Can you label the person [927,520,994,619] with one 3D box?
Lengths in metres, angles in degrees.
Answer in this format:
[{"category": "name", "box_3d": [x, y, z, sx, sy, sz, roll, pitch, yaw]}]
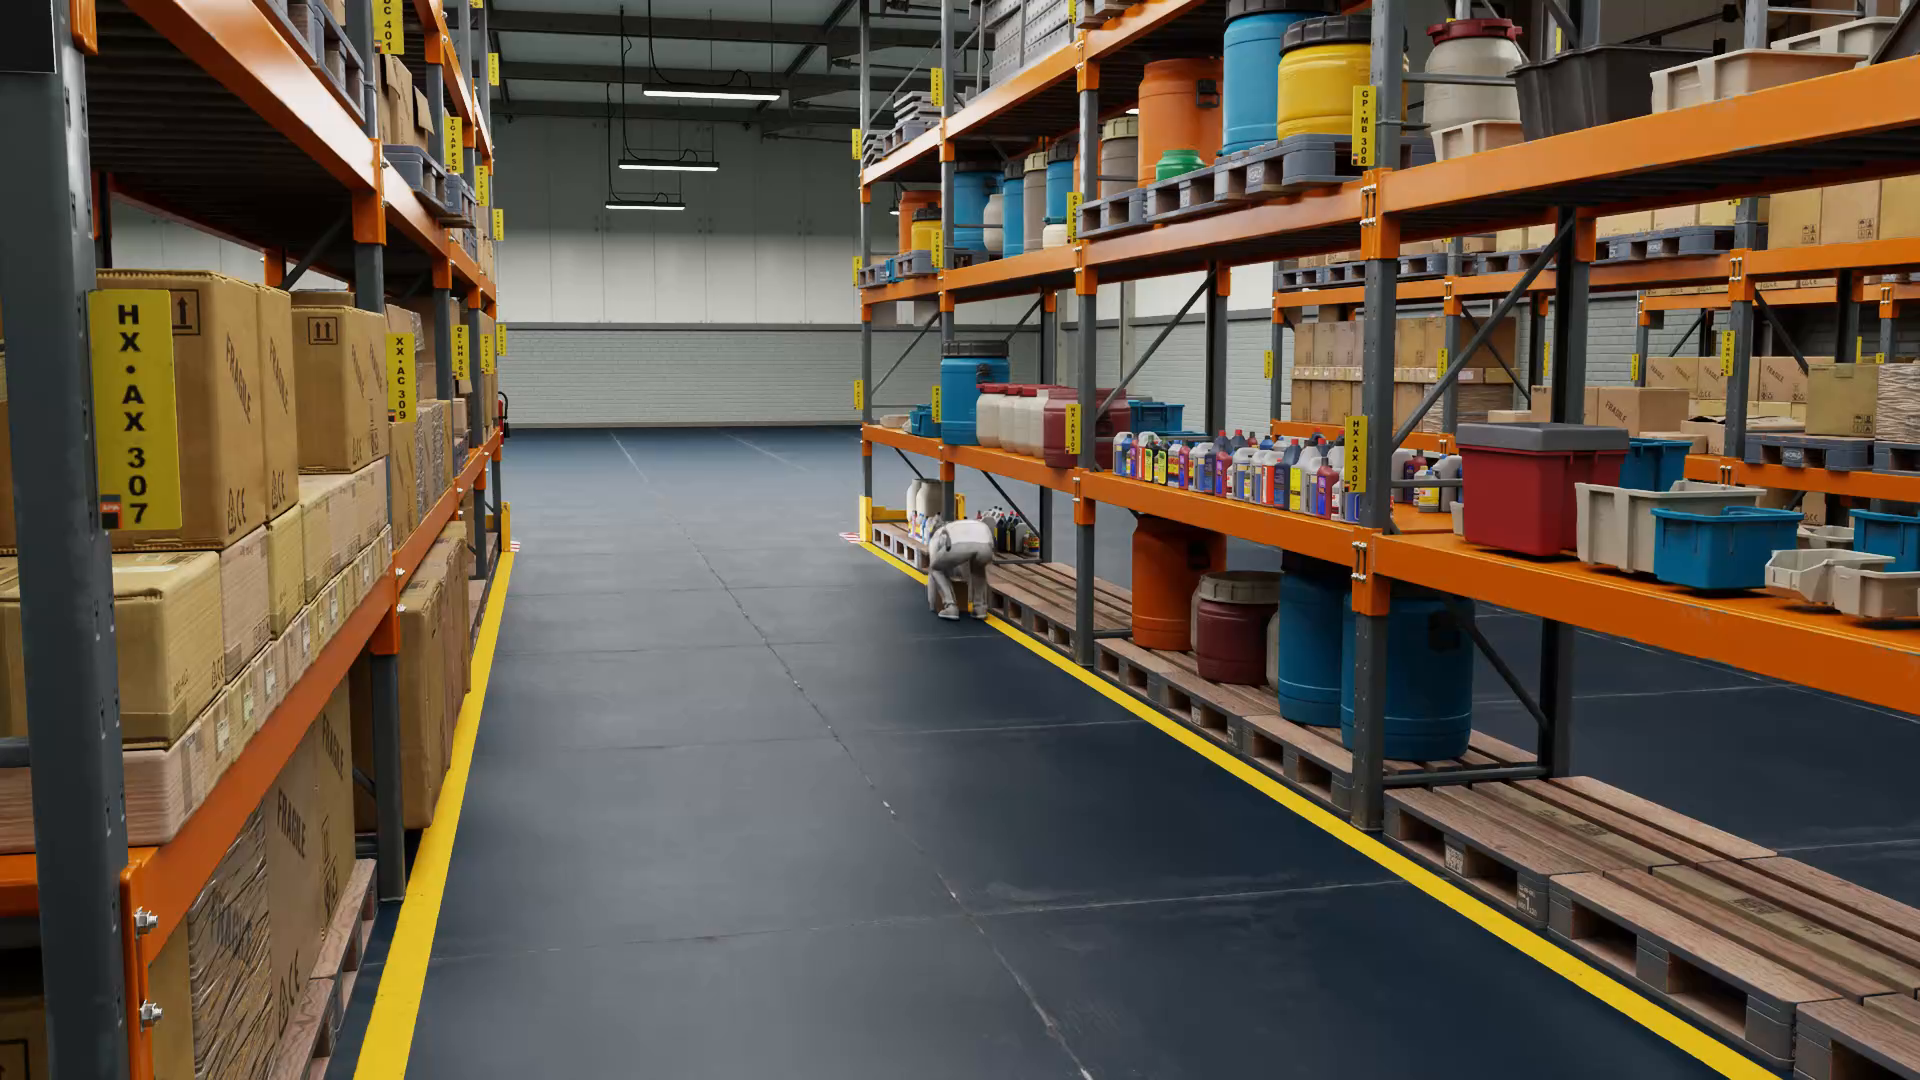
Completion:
[{"category": "person", "box_3d": [-0.011, 0.229, 13.260, 0.466, 0.801, 0.906, -2, 6, -16]}]
